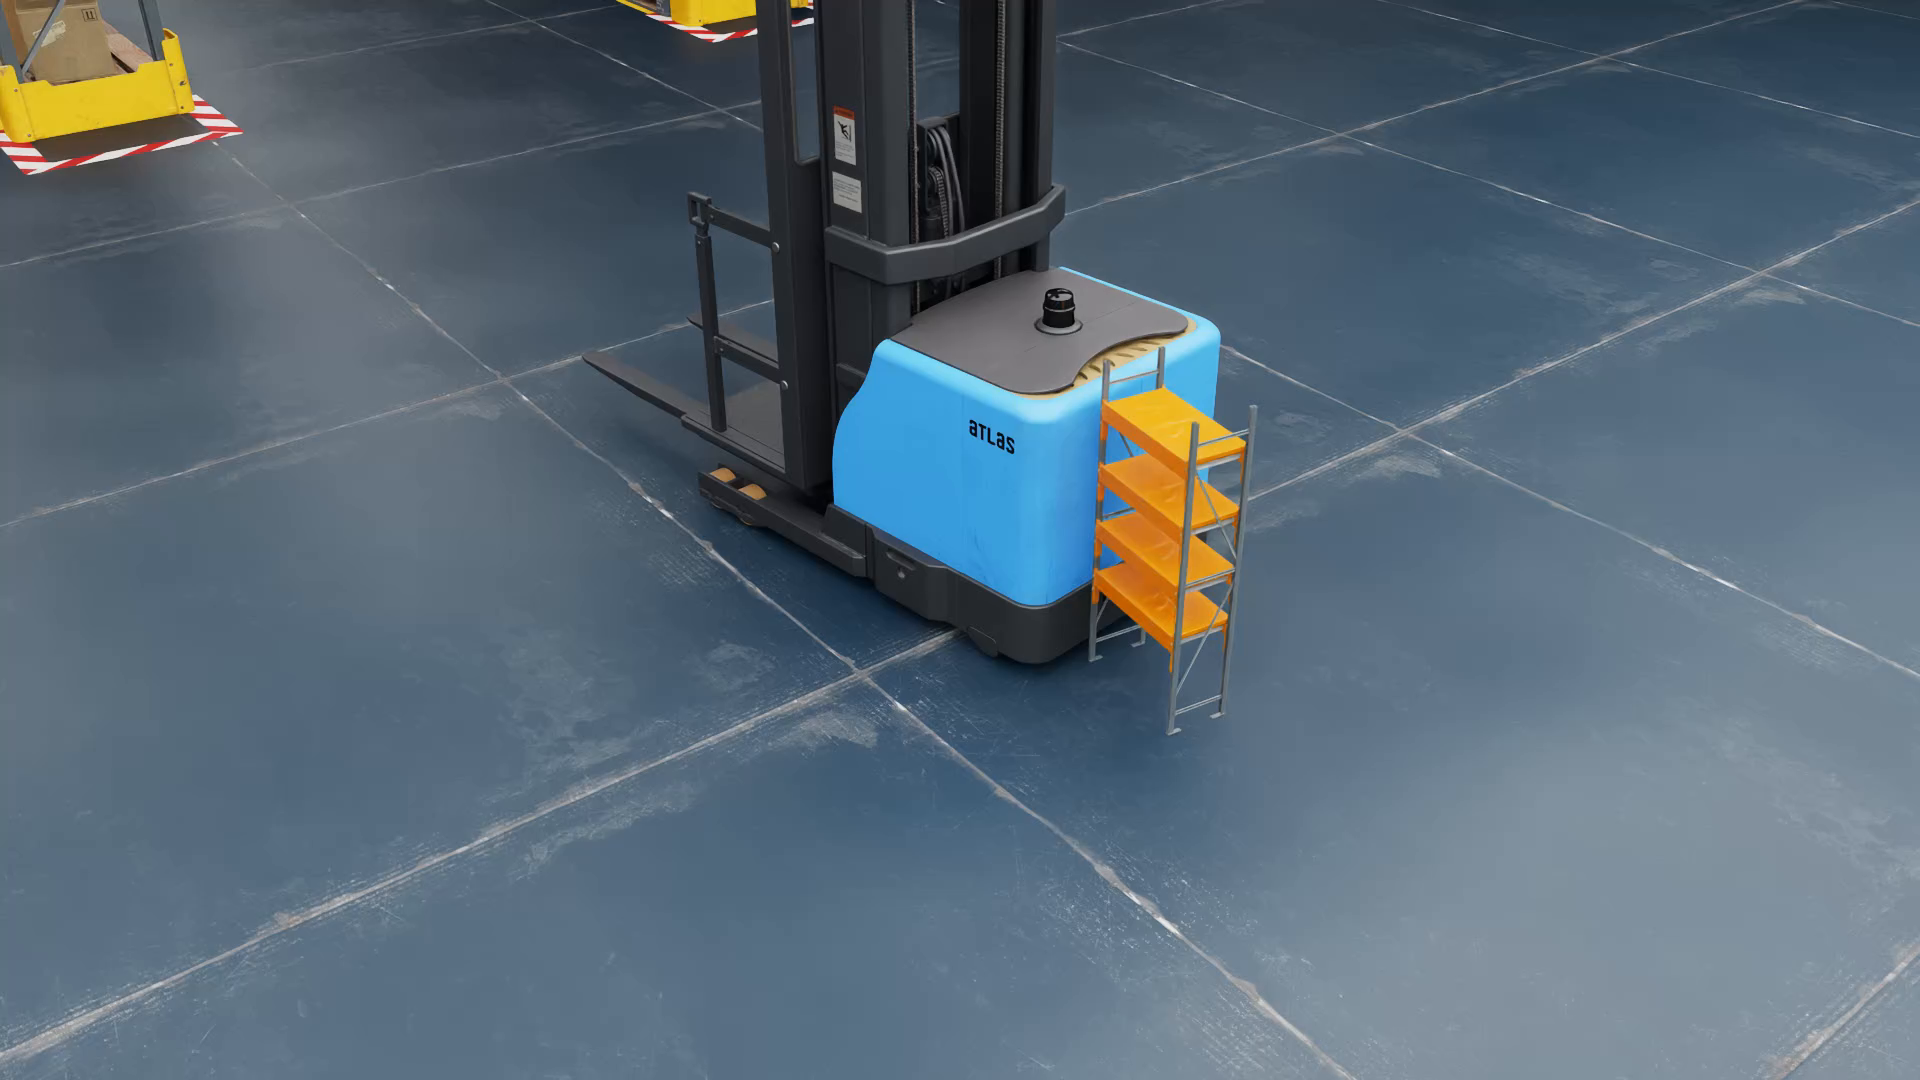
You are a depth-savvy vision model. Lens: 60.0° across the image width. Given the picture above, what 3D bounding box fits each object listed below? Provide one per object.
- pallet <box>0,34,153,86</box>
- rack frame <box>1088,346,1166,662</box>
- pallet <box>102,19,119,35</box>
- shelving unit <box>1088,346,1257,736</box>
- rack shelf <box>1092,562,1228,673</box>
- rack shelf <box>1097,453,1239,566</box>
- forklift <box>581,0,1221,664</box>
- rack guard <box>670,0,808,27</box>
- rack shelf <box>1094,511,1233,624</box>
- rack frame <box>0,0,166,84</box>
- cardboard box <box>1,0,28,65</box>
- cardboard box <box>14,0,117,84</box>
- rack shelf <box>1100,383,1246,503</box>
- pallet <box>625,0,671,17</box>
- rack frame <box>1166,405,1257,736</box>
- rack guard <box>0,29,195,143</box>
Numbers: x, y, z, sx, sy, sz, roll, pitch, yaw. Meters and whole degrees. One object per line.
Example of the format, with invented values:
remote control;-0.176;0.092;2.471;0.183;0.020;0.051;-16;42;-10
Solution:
pallet;-6.332;-3.304;11.870;1.003;0.211;1.213;-22;38;-31
rack frame;0.573;-0.099;5.773;0.240;1.200;0.015;-16;35;-25
pallet;-7.076;-3.812;12.688;1.003;0.211;1.213;-22;38;-31
shelving unit;0.692;0.013;5.592;0.258;1.200;0.503;-16;35;-25
rack shelf;0.692;0.239;5.732;0.258;0.148;0.480;-16;35;-25
rack shelf;0.692;-0.120;5.510;0.258;0.148;0.480;-16;35;-25
forklift;-0.446;-1.478;6.352;3.031;2.935;1.130;28;41;37
rack guard;-1.820;-4.598;13.679;1.175;0.500;0.348;-22;38;-31
rack shelf;0.692;0.070;5.628;0.258;0.148;0.480;-16;35;-25
rack frame;-5.815;-4.107;10.519;1.000;3.000;0.127;-22;38;-31
cardboard box;-6.578;-3.727;11.879;0.500;0.500;0.500;-12;34;-19
cardboard box;-6.185;-3.489;11.496;0.500;0.500;0.500;-15;35;-23
rack shelf;0.692;-0.321;5.385;0.258;0.148;0.480;-16;35;-25
pallet;-2.387;-4.793;14.267;1.003;0.211;1.213;-22;38;-31
rack frame;0.812;0.125;5.411;0.240;1.200;0.015;-16;35;-25
rack guard;-5.862;-3.077;11.230;1.175;0.500;0.348;-22;38;-31
